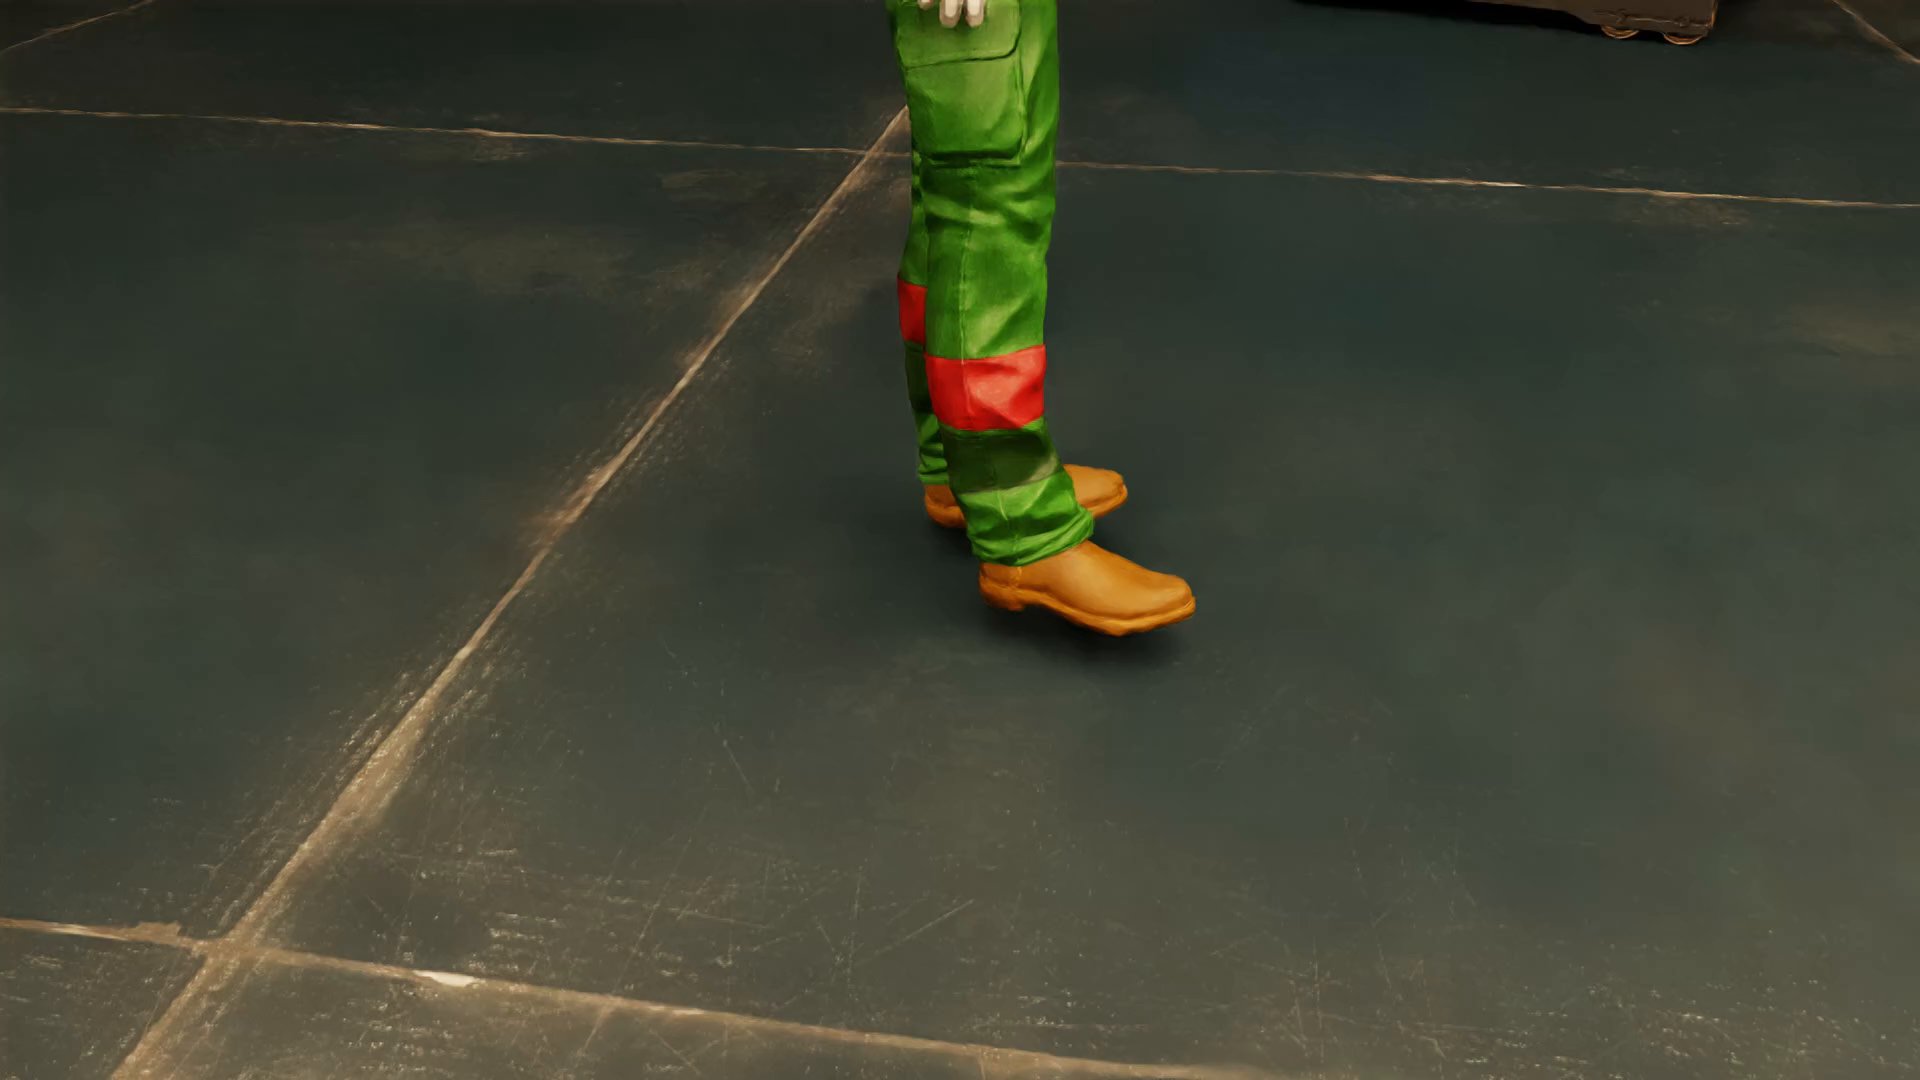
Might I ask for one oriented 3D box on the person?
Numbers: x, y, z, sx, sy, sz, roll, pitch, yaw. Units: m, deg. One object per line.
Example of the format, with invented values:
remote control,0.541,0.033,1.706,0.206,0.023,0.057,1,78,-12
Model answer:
person,0.077,-0.811,2.022,0.563,1.787,0.637,5,29,9
